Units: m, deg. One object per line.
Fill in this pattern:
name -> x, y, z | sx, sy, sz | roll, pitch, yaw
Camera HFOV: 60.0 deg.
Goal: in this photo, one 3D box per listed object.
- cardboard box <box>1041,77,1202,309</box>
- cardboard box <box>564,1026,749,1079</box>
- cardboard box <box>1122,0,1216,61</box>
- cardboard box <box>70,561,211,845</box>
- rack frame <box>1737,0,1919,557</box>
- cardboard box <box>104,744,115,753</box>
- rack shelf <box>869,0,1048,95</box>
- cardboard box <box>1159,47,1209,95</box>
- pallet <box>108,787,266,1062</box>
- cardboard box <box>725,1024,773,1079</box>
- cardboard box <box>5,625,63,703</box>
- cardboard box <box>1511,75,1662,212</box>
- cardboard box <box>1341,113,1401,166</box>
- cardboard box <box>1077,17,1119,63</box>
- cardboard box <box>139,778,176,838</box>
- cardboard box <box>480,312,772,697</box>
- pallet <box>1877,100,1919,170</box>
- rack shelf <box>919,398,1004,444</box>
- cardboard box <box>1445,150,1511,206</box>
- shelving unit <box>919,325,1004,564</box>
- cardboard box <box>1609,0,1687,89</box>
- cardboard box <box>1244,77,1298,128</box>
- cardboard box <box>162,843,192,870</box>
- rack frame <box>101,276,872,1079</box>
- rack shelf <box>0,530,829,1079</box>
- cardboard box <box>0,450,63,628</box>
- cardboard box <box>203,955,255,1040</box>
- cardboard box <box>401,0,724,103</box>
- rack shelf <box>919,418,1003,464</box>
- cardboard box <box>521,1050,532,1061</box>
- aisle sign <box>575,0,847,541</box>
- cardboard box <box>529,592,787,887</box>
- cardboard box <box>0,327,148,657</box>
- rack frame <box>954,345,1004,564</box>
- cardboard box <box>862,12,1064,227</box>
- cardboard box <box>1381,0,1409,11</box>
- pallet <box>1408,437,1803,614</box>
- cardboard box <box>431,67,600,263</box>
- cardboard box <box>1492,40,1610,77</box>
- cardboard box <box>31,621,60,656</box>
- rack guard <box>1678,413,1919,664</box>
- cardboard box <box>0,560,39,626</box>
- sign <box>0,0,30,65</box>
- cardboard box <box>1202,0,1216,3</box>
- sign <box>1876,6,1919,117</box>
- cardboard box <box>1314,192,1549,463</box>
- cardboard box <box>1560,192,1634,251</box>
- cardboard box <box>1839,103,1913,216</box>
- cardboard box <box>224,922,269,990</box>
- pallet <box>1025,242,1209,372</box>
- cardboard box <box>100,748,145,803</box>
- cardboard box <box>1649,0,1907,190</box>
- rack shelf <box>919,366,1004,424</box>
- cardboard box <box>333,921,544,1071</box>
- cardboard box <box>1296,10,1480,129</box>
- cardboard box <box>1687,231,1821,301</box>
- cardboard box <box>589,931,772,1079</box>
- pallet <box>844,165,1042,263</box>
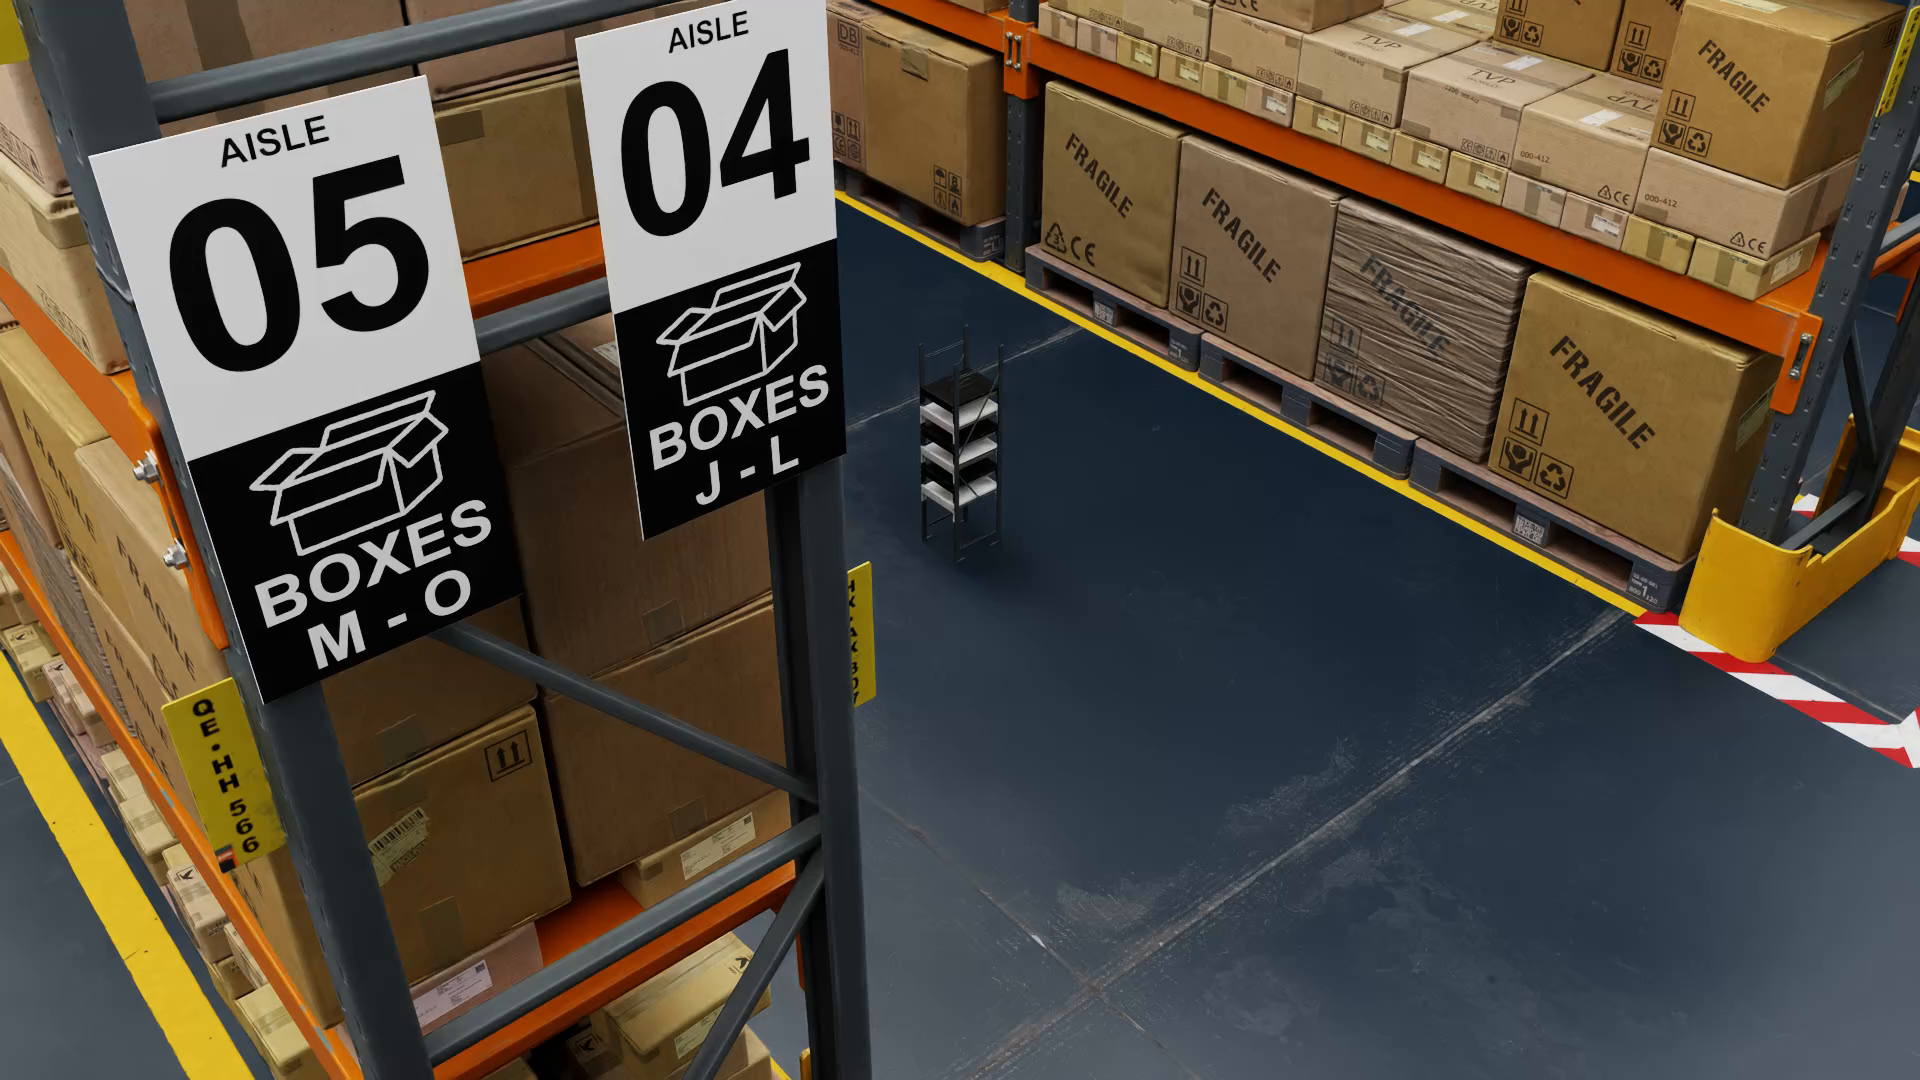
cardboard box -> 1.020, -1.808, 8.182 | 0.875, 0.875, 0.875 | -26, 43, -32
cardboard box -> -0.760, 1.290, 4.179 | 0.380, 0.149, 0.250 | -24, 42, -30
cardboard box -> 1.075, -2.358, 7.357 | 0.500, 0.250, 0.500 | -26, 43, -32
cardboard box -> -1.433, 0.253, 3.454 | 0.500, 0.500, 0.500 | -27, 43, -32
rack frame -> 3.236, -1.059, 5.650 | 1.000, 3.000, 0.127 | -26, 43, -32
cardboard box -> -2.636, 0.554, 5.475 | 0.380, 0.149, 0.250 | -27, 43, -33
rack shelf -> -0.636, -3.414, 9.598 | 1.077, 0.370, 4.000 | -26, 43, -32
cardboard box -> 1.103, -2.120, 7.365 | 0.380, 0.149, 0.250 | -27, 44, -33
pallet -> -1.947, 0.941, 5.239 | 1.003, 0.211, 1.213 | -26, 43, -32
cardboard box -> -0.712, 1.388, 4.298 | 0.380, 0.149, 0.250 | -25, 42, -31
cardboard box -> -3.038, 0.371, 5.735 | 0.380, 0.149, 0.250 | -25, 42, -31
cardboard box -> 2.394, -1.458, 6.086 | 0.500, 0.250, 0.500 | -27, 43, -33
cardboard box -> 1.768, -1.666, 6.724 | 0.380, 0.149, 0.250 | -25, 42, -31
cardboard box -> 0.761, -2.352, 7.692 | 0.380, 0.149, 0.250 | -28, 44, -33
cardboard box -> -2.146, 0.659, 4.813 | 0.380, 0.149, 0.250 | -26, 43, -32
cardboard box -> -0.705, -0.121, 3.116 | 0.500, 0.500, 0.500 | -26, 43, -32
pallet -> 5.734, -2.685, 10.359 | 1.003, 0.211, 1.213 | -26, 43, -32
rack shelf -> 0.005, -0.483, 6.400 | 0.258, 0.077, 0.200 | -26, 43, -32
cardboard box -> 2.095, -1.441, 6.407 | 0.380, 0.149, 0.250 | -27, 43, -33
shelving unit -> 0.005, -0.364, 6.485 | 0.258, 0.900, 0.210 | -26, 43, -32
cardboard box -> 2.810, -1.958, 6.143 | 0.500, 0.500, 0.500 | -27, 43, -33
cardboard box -> 1.428, -1.895, 7.048 | 0.380, 0.149, 0.250 | -25, 43, -31
cardboard box -> -2.009, 0.918, 4.704 | 0.380, 0.149, 0.250 | -24, 42, -30
rack frame -> -0.618, 0.747, 3.100 | 1.000, 3.000, 0.127 | -26, 43, -32
rack shelf -> -1.909, 0.157, 4.555 | 1.077, 0.370, 4.000 | -26, 43, -32
cardboard box -> -2.082, -0.192, 4.081 | 0.500, 0.500, 0.500 | -24, 42, -30
cardboard box -> -1.847, 1.166, 4.611 | 0.380, 0.149, 0.250 | -28, 44, -34
cardboard box -> -0.709, -0.915, 2.549 | 0.500, 0.250, 0.500 | -25, 42, -31
rack shelf -> 0.005, -0.410, 6.452 | 0.258, 0.077, 0.200 | -26, 43, -32
cardboard box -> -1.272, 1.224, 4.015 | 0.380, 0.149, 0.250 | -25, 42, -31
aisle sign -> -0.342, -0.394, 2.462 | 0.394, 0.787, 0.004 | -26, 43, -32
cardboard box -> -0.697, 0.283, 3.411 | 0.500, 0.500, 0.500 | -24, 42, -30
cardboard box -> -1.430, -0.157, 3.167 | 0.500, 0.500, 0.500 | -28, 44, -33
rack frame -> 0.071, -0.319, 6.421 | 0.240, 0.900, 0.006 | -26, 43, -32
cardboard box -> 0.226, -2.404, 9.024 | 1.225, 0.875, 0.875 | -26, 43, -32
cardboard box -> 1.806, -2.335, 7.324 | 0.500, 0.250, 0.500 | -25, 42, -31
pallet -> 2.660, -0.245, 6.913 | 1.003, 0.211, 1.213 | -26, 43, -32
cardboard box -> -0.713, -0.710, 2.691 | 0.500, 0.250, 0.500 | -24, 42, -30
cardboard box -> 2.471, -1.882, 6.684 | 0.500, 0.250, 0.500 | -28, 44, -33
cardboard box -> -2.978, 0.209, 5.706 | 0.380, 0.149, 0.250 | -26, 43, -31
rack guard -> 3.252, -0.028, 6.357 | 1.175, 0.500, 0.348 | -26, 43, -32
cardboard box -> -3.003, 0.103, 5.598 | 0.380, 0.149, 0.250 | -24, 42, -30
sign -> -1.055, -0.641, 1.698 | 0.100, 0.325, 0.005 | -26, 43, -32
cardboard box -> 1.080, -2.664, 7.139 | 0.500, 0.500, 0.500 | -26, 43, -32
sign -> 2.813, -1.432, 4.969 | 0.100, 0.325, 0.005 | -26, 43, -32
cardboard box -> 2.175, -1.018, 7.066 | 0.875, 0.875, 0.875 | -26, 43, -32
cardboard box -> 2.424, -1.217, 6.090 | 0.380, 0.149, 0.250 | -26, 43, -32
cardboard box -> 3.133, -1.432, 6.048 | 0.500, 0.250, 0.500 | -27, 43, -33
cardboard box -> -1.654, 1.019, 4.304 | 0.380, 0.149, 0.250 | -28, 44, -33
pallet -> 1.086, -1.322, 8.434 | 1.003, 0.211, 1.213 | -26, 43, -32
cardboard box -> -2.347, 0.689, 5.028 | 0.380, 0.149, 0.250 | -26, 43, -32
cardboard box -> 2.721, -1.542, 5.555 | 0.500, 0.500, 0.500 | -25, 43, -31
rack shelf -> 0.005, -0.557, 6.348 | 0.258, 0.077, 0.200 | -26, 43, -32
cardboard box -> -1.044, 0.811, 3.227 | 0.380, 0.149, 0.250 | -26, 43, -32
cardboard box -> 1.726, -1.911, 6.725 | 0.500, 0.250, 0.500 | -26, 43, -32
cardboard box -> 2.755, -0.991, 5.771 | 0.380, 0.149, 0.250 | -25, 42, -31
cardboard box -> -0.697, 1.138, 4.137 | 0.380, 0.149, 0.250 | -28, 44, -34
pallet -> 0.099, -1.999, 9.390 | 1.003, 0.211, 1.213 | -26, 43, -32
